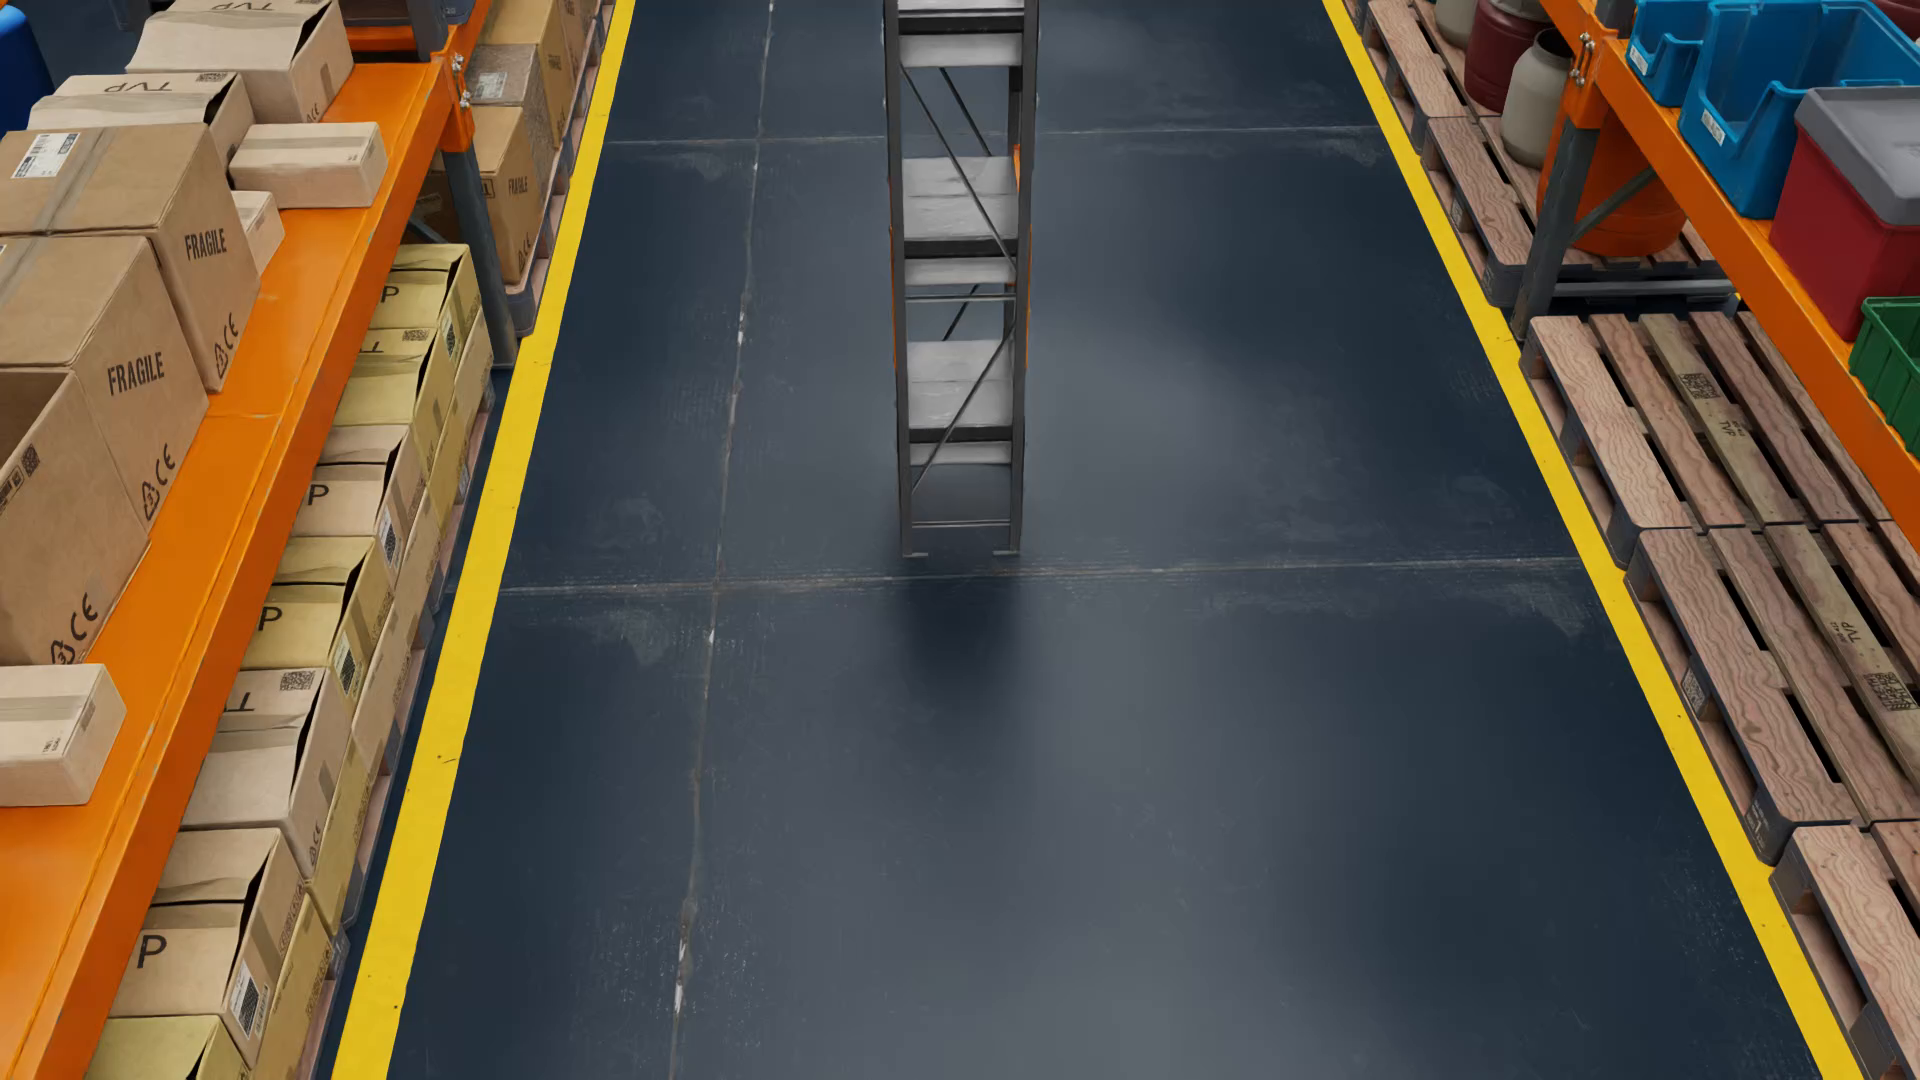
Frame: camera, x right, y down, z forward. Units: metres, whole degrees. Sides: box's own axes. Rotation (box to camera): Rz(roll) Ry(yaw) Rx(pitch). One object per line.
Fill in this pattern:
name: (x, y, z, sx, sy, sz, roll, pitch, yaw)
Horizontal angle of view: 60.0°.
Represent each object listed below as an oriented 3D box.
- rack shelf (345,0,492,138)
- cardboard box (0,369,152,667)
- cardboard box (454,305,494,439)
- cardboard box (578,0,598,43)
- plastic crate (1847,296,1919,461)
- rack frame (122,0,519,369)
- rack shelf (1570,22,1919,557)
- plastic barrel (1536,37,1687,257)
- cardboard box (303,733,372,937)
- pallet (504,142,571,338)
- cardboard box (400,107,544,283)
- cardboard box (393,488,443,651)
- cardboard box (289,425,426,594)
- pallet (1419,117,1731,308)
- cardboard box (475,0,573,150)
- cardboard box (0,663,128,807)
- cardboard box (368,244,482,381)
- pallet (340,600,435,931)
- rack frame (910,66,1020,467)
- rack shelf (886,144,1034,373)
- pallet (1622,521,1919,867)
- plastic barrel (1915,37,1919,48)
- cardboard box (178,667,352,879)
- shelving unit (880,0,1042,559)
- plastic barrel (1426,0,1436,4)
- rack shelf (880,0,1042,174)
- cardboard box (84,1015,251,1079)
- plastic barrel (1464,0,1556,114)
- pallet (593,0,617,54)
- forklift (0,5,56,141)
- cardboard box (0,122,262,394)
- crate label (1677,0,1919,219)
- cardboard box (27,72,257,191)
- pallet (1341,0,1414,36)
rack shelf: (-2.324, -2.886, 7.211, 1.077, 0.370, 4.000, -2, 43, -2)
cardboard box: (-2.107, -0.012, 3.470, 0.500, 0.500, 0.500, 1, 43, 1)
cardboard box: (-1.973, -0.594, 5.903, 0.500, 0.250, 0.500, -1, 43, -1)
cardboard box: (-2.068, -2.745, 8.049, 0.500, 0.500, 0.500, -1, 43, -1)
plastic crate: (2.524, -0.330, 4.047, 0.450, 0.188, 0.662, -2, 43, -2)
rack frame: (-2.239, -1.801, 5.495, 1.000, 3.000, 0.127, -2, 43, -2)
rack shelf: (2.795, -0.325, 4.418, 1.077, 0.370, 4.000, -2, 43, -2)
plastic barrel: (2.673, -1.625, 6.599, 0.600, 0.830, 0.708, -2, 43, -2)
cardboard box: (-1.883, 0.784, 4.399, 0.500, 0.250, 0.500, -3, 43, -3)
pallet: (-2.232, -1.278, 6.989, 1.003, 0.211, 1.213, -2, 43, -2)
cardboard box: (-1.972, -1.357, 6.535, 0.500, 0.500, 0.500, 0, 43, 0)
cardboard box: (-1.929, 0.093, 5.153, 0.500, 0.250, 0.500, -1, 43, -1)
cardboard box: (-1.923, -0.111, 4.960, 0.500, 0.311, 0.500, -2, 43, -2)
pallet: (2.635, -1.444, 7.169, 1.003, 0.211, 1.213, -2, 43, -2)
cardboard box: (-2.016, -2.049, 7.290, 0.500, 0.500, 0.500, -2, 43, -2)
cardboard box: (-1.902, 0.388, 3.293, 0.380, 0.149, 0.250, -2, 43, -2)
cardboard box: (-1.970, -0.803, 5.715, 0.500, 0.311, 0.500, -1, 43, -1)
pallet: (-2.194, 0.605, 4.934, 1.003, 0.211, 1.213, -2, 43, -2)
rack frame: (-0.017, -1.051, 5.342, 0.400, 2.100, 0.015, -2, 43, -2)
rack shelf: (-0.007, -0.876, 5.172, 0.431, 0.518, 0.480, -2, 43, -2)
pallet: (2.753, 0.433, 5.122, 1.003, 0.211, 1.213, -2, 43, -2)
plastic barrel: (2.968, -1.294, 4.859, 0.421, 0.512, 0.421, 0, 43, 0)
cardboard box: (-1.877, 0.578, 4.209, 0.500, 0.311, 0.500, -3, 43, -3)
shelving unit: (-0.007, -0.886, 5.162, 0.431, 2.100, 0.503, -2, 43, -2)
plastic barrel: (2.577, -3.177, 8.238, 0.600, 0.901, 0.708, -2, 43, -2)
rack shelf: (-0.007, -1.392, 4.699, 0.431, 0.518, 0.480, -2, 43, -2)
cardboard box: (-1.837, 1.265, 3.459, 0.500, 0.311, 0.500, -2, 43, -2)
plastic barrel: (2.625, -2.299, 7.512, 0.600, 0.588, 0.708, -2, 43, -2)
pallet: (-2.336, -2.926, 8.786, 1.003, 0.211, 1.213, -2, 43, -2)
forklift: (-5.157, -2.388, 6.186, 3.031, 2.935, 1.130, 14, 44, 15)
cardboard box: (-2.151, -0.706, 4.226, 0.500, 0.500, 0.500, -4, 43, -4)
crate label: (2.482, -1.275, 4.895, 0.502, 0.435, 0.616, -2, 43, -2)
cardboard box: (-2.394, -1.159, 4.861, 0.500, 0.311, 0.500, -2, 43, -2)
pallet: (2.532, -3.091, 8.966, 1.003, 0.211, 1.213, -2, 43, -2)
